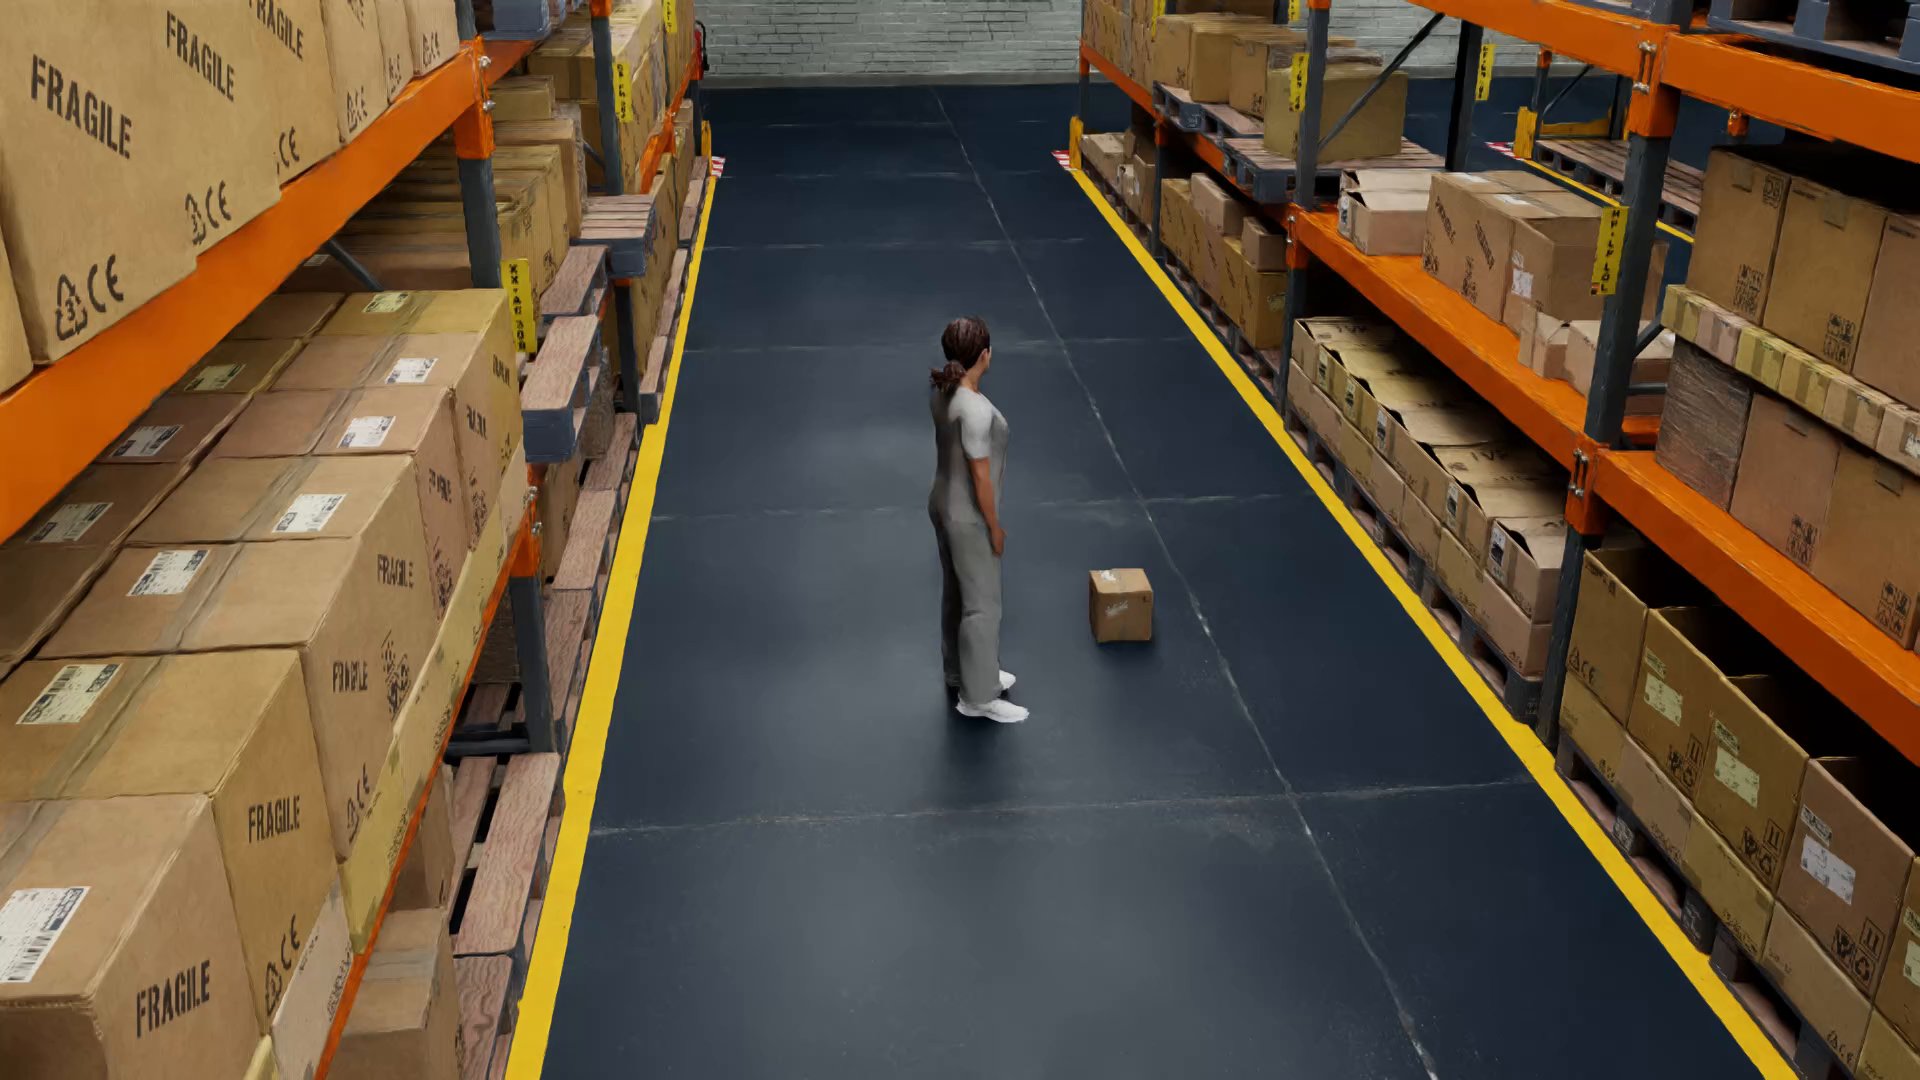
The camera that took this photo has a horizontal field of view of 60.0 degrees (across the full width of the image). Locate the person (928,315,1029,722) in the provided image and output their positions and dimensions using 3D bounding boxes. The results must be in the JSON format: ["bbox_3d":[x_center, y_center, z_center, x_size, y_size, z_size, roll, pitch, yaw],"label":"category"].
[{"bbox_3d":[0.058,-0.084,6.789,0.398,1.708,0.481,-8,25,-18],"label":"person"}]
